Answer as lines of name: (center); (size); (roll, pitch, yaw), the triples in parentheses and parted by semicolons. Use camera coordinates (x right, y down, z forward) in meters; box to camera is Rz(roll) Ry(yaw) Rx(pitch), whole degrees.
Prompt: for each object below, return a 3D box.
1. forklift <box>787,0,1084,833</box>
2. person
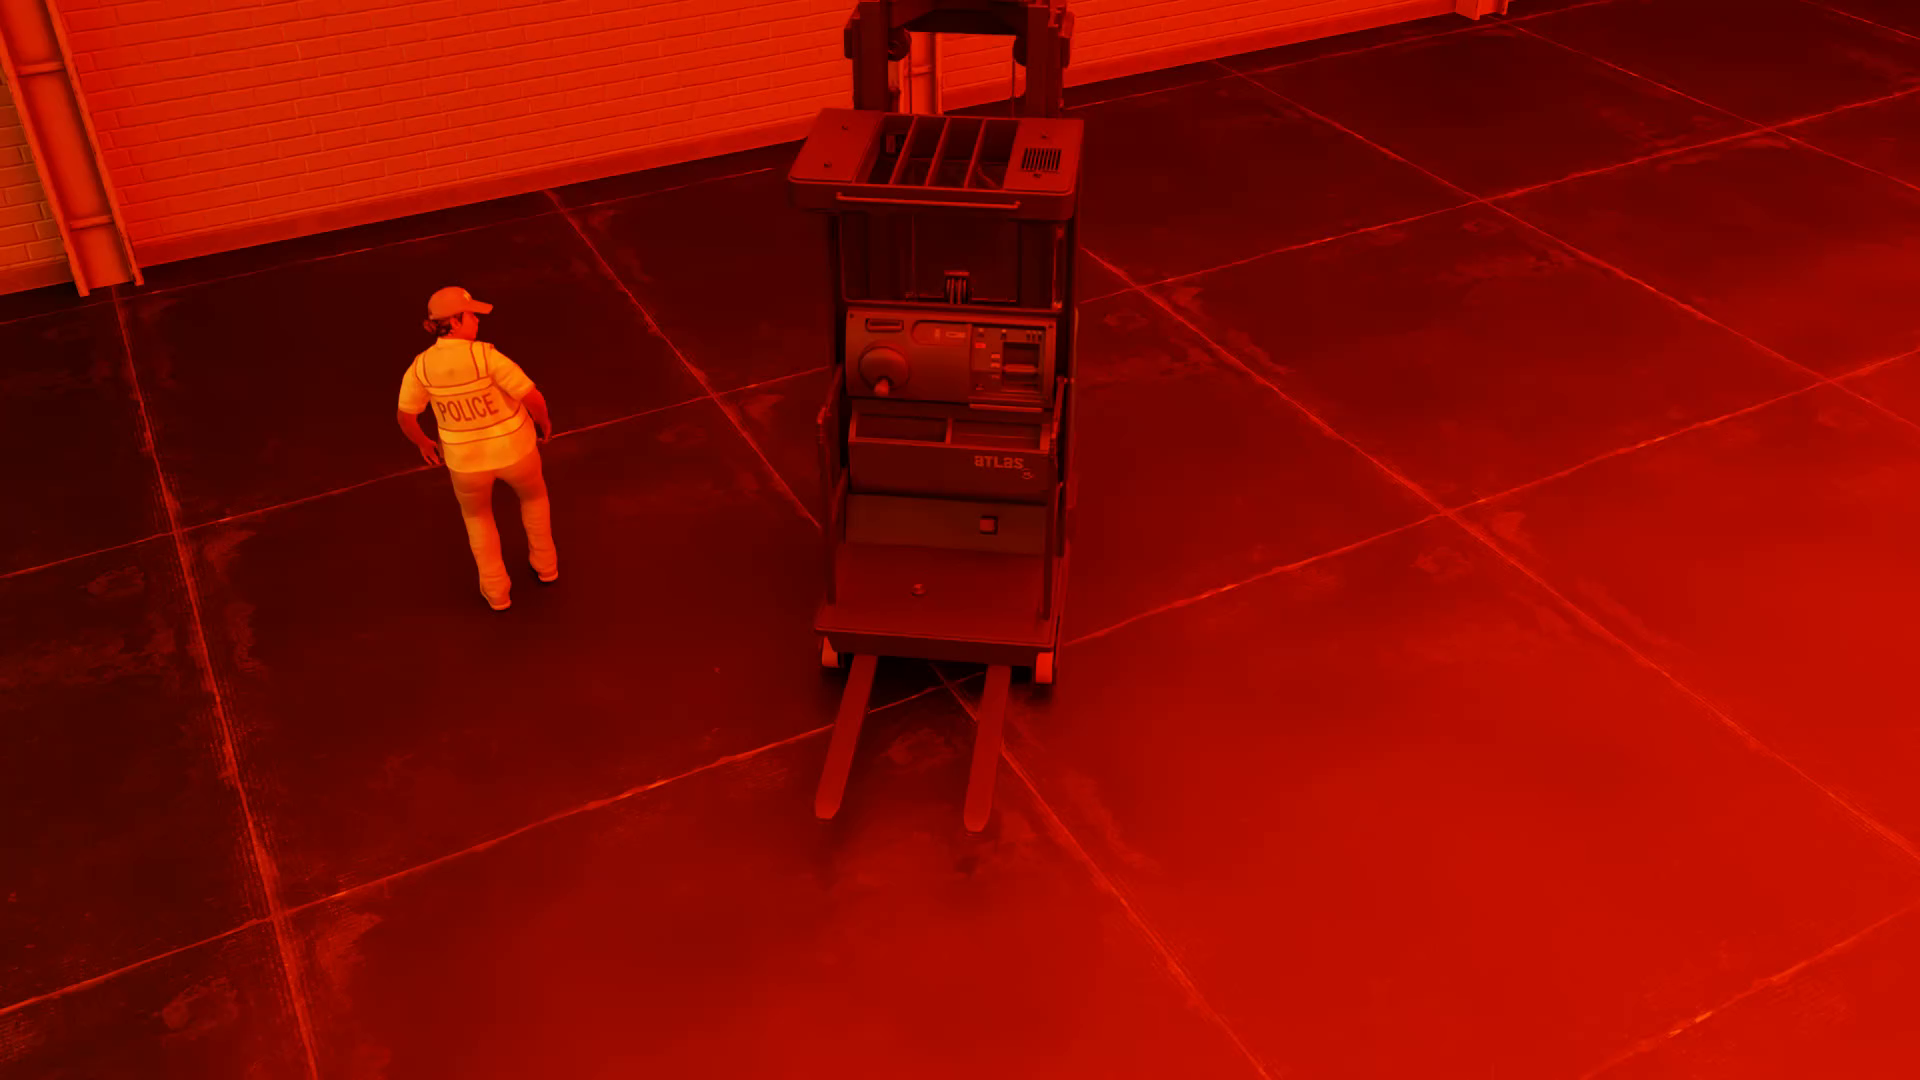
forklift: (-0.067, -0.740, 7.170); (1.130, 2.935, 3.031); (4, 35, 6)
person: (-2.266, -0.436, 7.867); (0.673, 1.641, 0.512); (-7, 36, -10)
